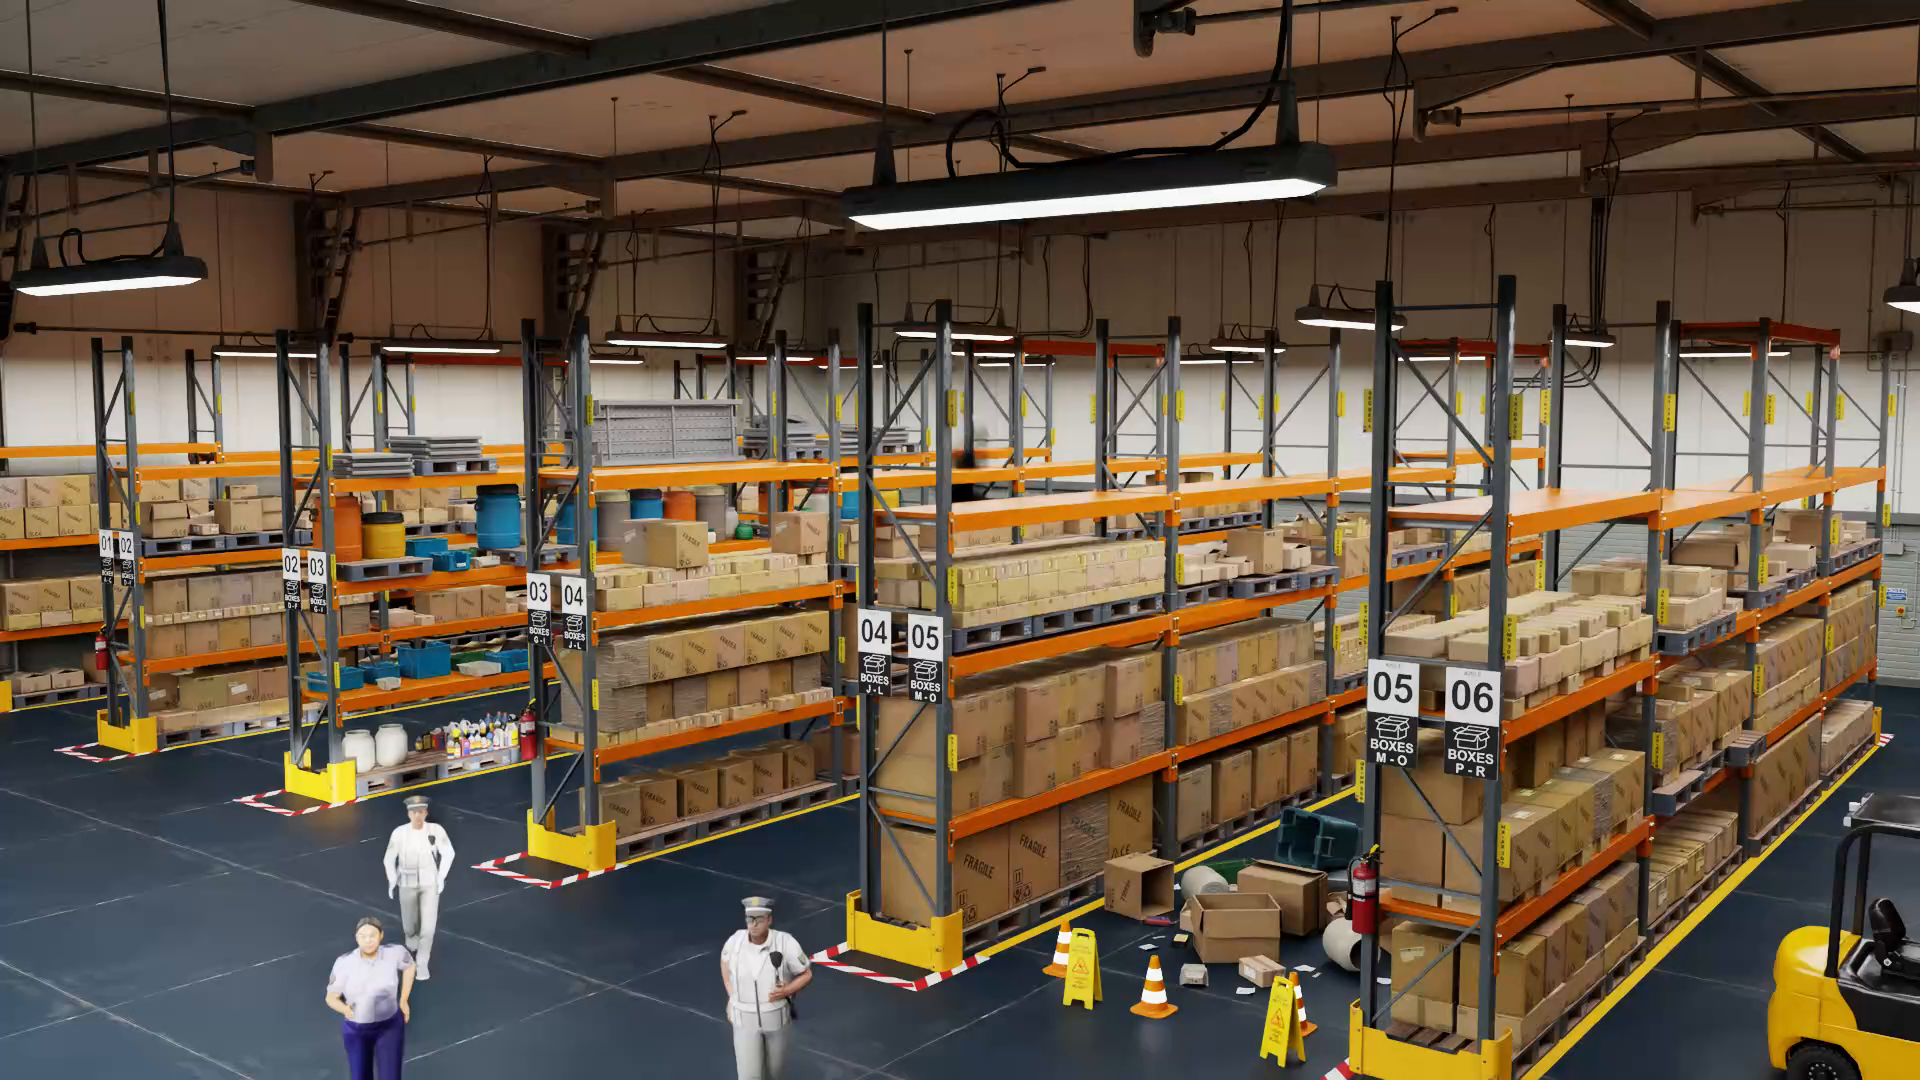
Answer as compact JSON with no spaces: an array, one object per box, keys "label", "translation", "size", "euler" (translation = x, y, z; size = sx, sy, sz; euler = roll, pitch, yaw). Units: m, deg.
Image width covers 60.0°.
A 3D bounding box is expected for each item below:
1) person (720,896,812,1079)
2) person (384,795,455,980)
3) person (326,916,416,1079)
[{"label":"person","translation":[-1.329,3.293,11.383],"size":[0.642,1.813,0.915],"euler":[0,5,-3]},{"label":"person","translation":[-4.835,3.059,14.895],"size":[0.603,1.648,0.593],"euler":[-2,5,-18]},{"label":"person","translation":[-4.003,3.355,11.331],"size":[0.568,1.667,0.901],"euler":[-1,5,-16]}]
